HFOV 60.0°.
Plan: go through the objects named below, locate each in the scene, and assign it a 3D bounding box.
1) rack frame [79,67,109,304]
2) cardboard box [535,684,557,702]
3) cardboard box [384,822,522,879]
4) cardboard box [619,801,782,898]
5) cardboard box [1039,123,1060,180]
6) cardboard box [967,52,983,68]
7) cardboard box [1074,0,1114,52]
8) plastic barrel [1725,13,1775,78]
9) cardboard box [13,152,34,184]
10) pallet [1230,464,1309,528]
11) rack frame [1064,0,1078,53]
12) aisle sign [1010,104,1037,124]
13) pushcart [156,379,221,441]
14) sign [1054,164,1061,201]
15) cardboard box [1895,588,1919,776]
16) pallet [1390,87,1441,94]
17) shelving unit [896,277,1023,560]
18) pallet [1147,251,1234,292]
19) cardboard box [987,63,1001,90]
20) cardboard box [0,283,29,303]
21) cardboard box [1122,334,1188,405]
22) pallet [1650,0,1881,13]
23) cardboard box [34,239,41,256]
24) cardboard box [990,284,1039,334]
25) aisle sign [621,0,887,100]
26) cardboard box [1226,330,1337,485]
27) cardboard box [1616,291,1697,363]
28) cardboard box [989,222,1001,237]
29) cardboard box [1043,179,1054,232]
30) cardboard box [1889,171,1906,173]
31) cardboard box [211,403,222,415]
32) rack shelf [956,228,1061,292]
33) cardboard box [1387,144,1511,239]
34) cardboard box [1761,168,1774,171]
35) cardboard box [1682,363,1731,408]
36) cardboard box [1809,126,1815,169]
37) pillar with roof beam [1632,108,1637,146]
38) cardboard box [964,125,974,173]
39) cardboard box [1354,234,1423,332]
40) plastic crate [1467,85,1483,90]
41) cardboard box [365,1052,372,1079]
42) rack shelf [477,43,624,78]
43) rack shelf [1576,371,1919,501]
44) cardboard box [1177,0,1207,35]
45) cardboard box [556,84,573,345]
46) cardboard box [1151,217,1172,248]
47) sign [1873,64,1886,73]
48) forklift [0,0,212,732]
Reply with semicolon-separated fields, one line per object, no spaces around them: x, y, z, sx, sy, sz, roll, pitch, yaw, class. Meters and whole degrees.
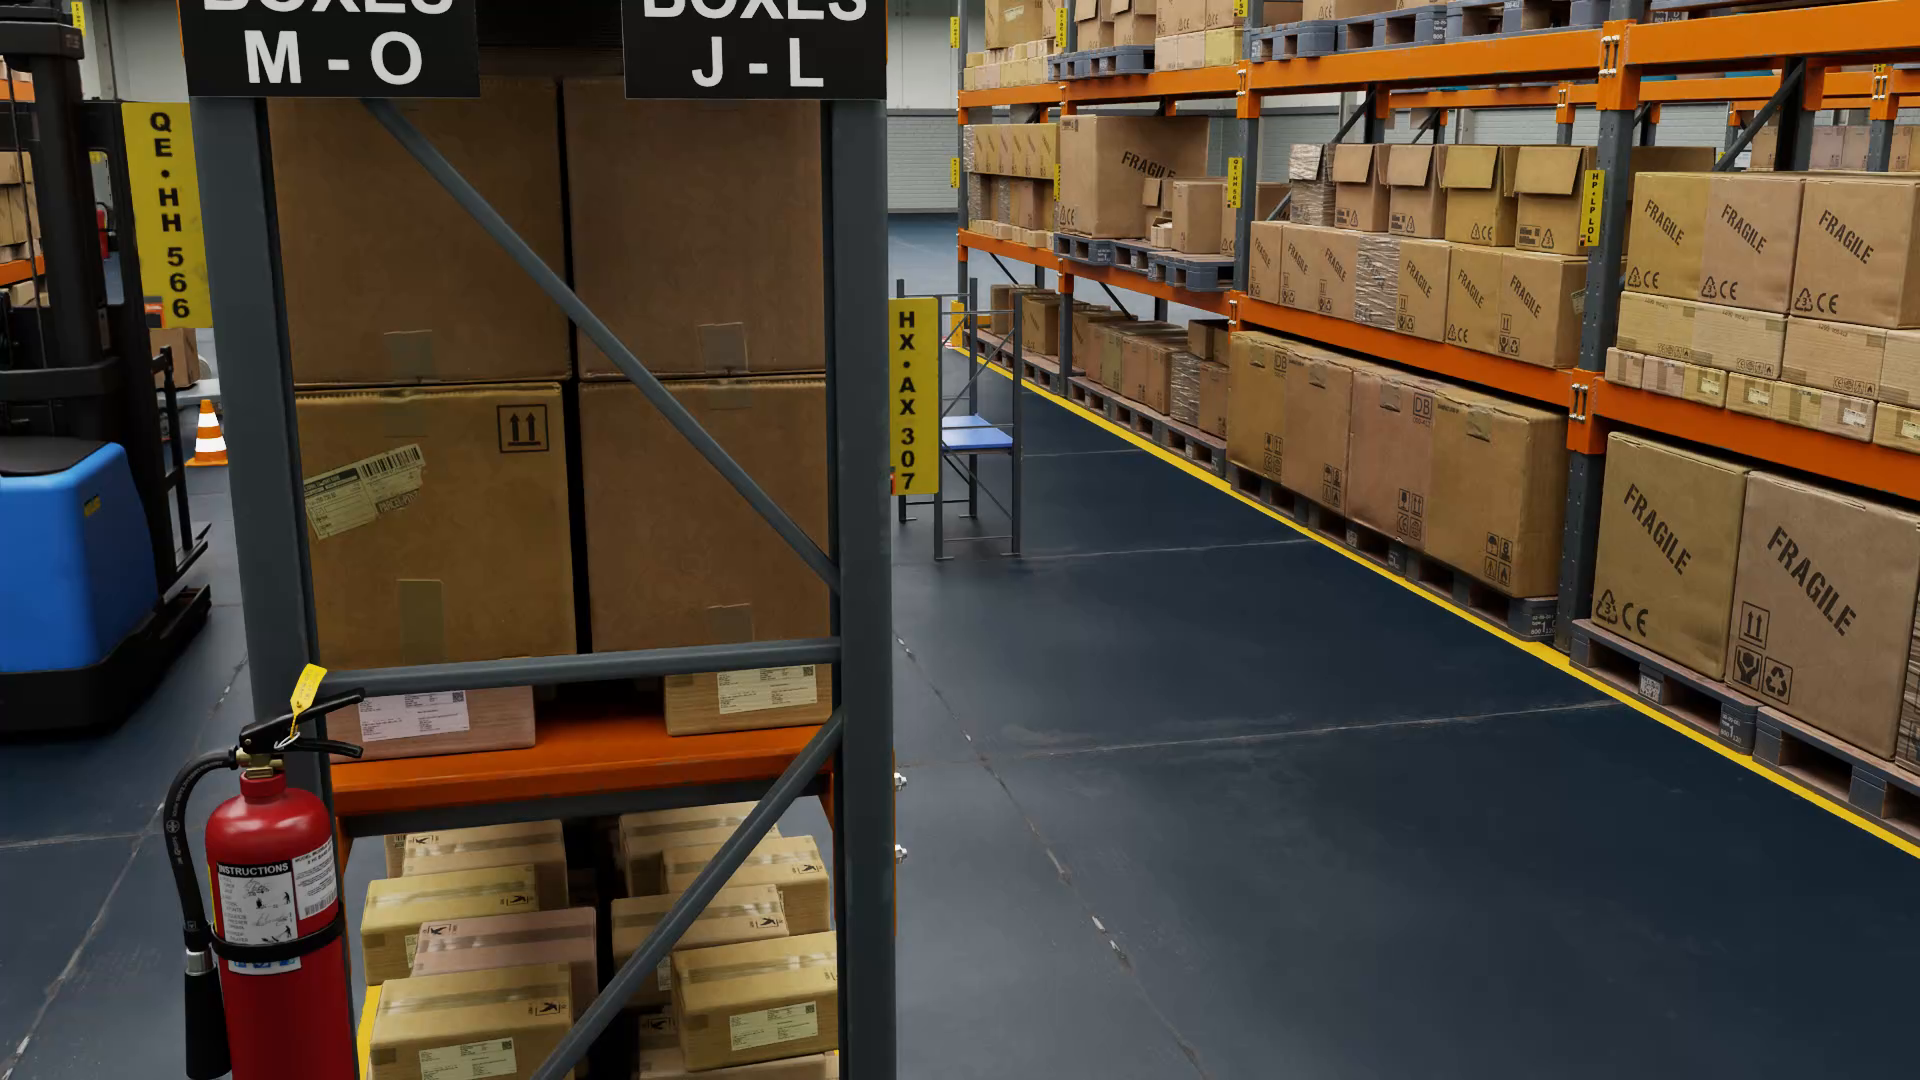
-9.158;-3.176;16.606;1.000;3.000;0.127;-3;14;-13;rack frame
-0.986;0.219;3.239;0.380;0.149;0.250;-3;14;-13;cardboard box
-1.287;0.764;4.348;0.380;0.149;0.250;-3;14;-11;cardboard box
-0.660;0.793;4.228;0.380;0.149;0.250;-4;14;-16;cardboard box
1.041;-3.573;15.286;0.500;0.500;0.500;-3;14;-13;cardboard box
0.281;-5.164;17.901;0.380;0.149;0.250;-3;14;-12;cardboard box
1.428;-4.403;14.205;0.797;0.503;0.637;-4;14;-16;cardboard box
6.866;-4.375;14.138;0.600;0.901;0.708;-3;14;-13;plastic barrel
-8.302;-3.282;14.095;0.700;0.500;0.500;-4;14;-14;cardboard box
2.465;-0.342;10.882;1.003;0.211;1.213;-3;14;-13;pallet
1.414;-5.720;14.377;1.000;3.000;0.127;-3;14;-13;rack frame
0.752;-5.022;18.685;0.394;0.787;0.004;-3;14;-13;aisle sign
-6.014;-1.118;13.707;1.648;0.377;0.936;-9;16;-33;pushcart
0.889;-3.194;14.856;0.100;0.325;0.005;-3;14;-13;sign
3.791;0.438;5.406;0.875;0.875;0.875;-3;14;-13;cardboard box
5.388;-5.173;18.859;1.003;0.211;1.213;-3;14;-13;pallet
-0.020;-0.748;9.830;0.538;1.500;1.048;-3;14;-13;shelving unit
2.083;-1.948;11.984;1.213;0.211;1.003;-3;14;-13;pallet
0.576;-4.754;17.060;0.500;0.250;0.500;-3;14;-13;cardboard box
-8.188;-2.102;14.174;0.380;0.149;0.250;-3;14;-11;cardboard box
1.763;-1.422;13.766;0.700;0.500;0.500;-5;14;-18;cardboard box
3.475;-2.185;6.415;1.003;0.211;1.213;-3;14;-13;pallet
-8.359;-2.574;14.671;0.380;0.149;0.250;-3;14;-13;cardboard box
0.605;-2.573;18.520;0.500;0.500;0.500;-1;14;-3;cardboard box
-0.304;-1.047;2.413;0.394;0.787;0.004;-3;14;-13;aisle sign
2.495;-0.894;10.858;1.225;0.875;0.875;-4;14;-16;cardboard box
3.149;-0.908;7.015;0.500;0.250;0.500;-4;14;-14;cardboard box
0.525;-3.295;17.624;0.380;0.149;0.250;-3;14;-13;cardboard box
1.285;-3.223;15.962;0.875;0.500;0.500;-3;14;-13;cardboard box
10.535;-4.006;18.426;0.380;0.149;0.250;-3;14;-13;cardboard box
-6.324;-1.232;14.412;0.396;0.266;0.258;10;17;35;cardboard box
0.944;-2.917;17.063;1.077;0.370;4.000;-3;14;-13;rack shelf
2.824;-1.944;9.240;0.797;0.503;0.637;-3;14;-11;cardboard box
10.052;-4.480;20.366;0.380;0.149;0.250;-4;14;-15;cardboard box
3.163;-0.630;6.713;0.380;0.149;0.250;-3;14;-11;cardboard box
10.343;-4.717;19.968;0.700;0.500;0.500;-4;14;-15;cardboard box
8.921;-9.886;31.430;9.100;9.000;0.400;-3;14;-13;pillar with roof beam
0.339;-4.265;18.119;0.500;0.500;0.500;-3;14;-13;cardboard box
2.566;-1.452;9.338;0.500;0.500;0.500;-3;14;-13;cardboard box
5.459;-4.758;17.318;0.243;0.136;0.396;-3;14;-13;plastic crate
-1.014;1.147;3.409;0.380;0.149;0.250;-4;14;-15;cardboard box
-2.022;-2.276;8.117;1.077;0.370;4.000;-3;14;-13;rack shelf
3.763;-0.149;5.732;1.077;0.370;4.000;-3;14;-13;rack shelf
1.867;-3.845;11.760;0.500;0.500;0.500;-3;14;-13;cardboard box
-0.585;-0.697;3.516;0.500;0.500;0.500;-3;14;-12;cardboard box
1.699;-2.391;12.792;0.396;0.266;0.258;-4;14;-15;cardboard box
6.635;-3.533;11.967;0.100;0.325;0.005;-3;14;-13;sign
-4.240;-0.941;7.604;1.130;2.935;3.031;-3;14;-12;forklift
